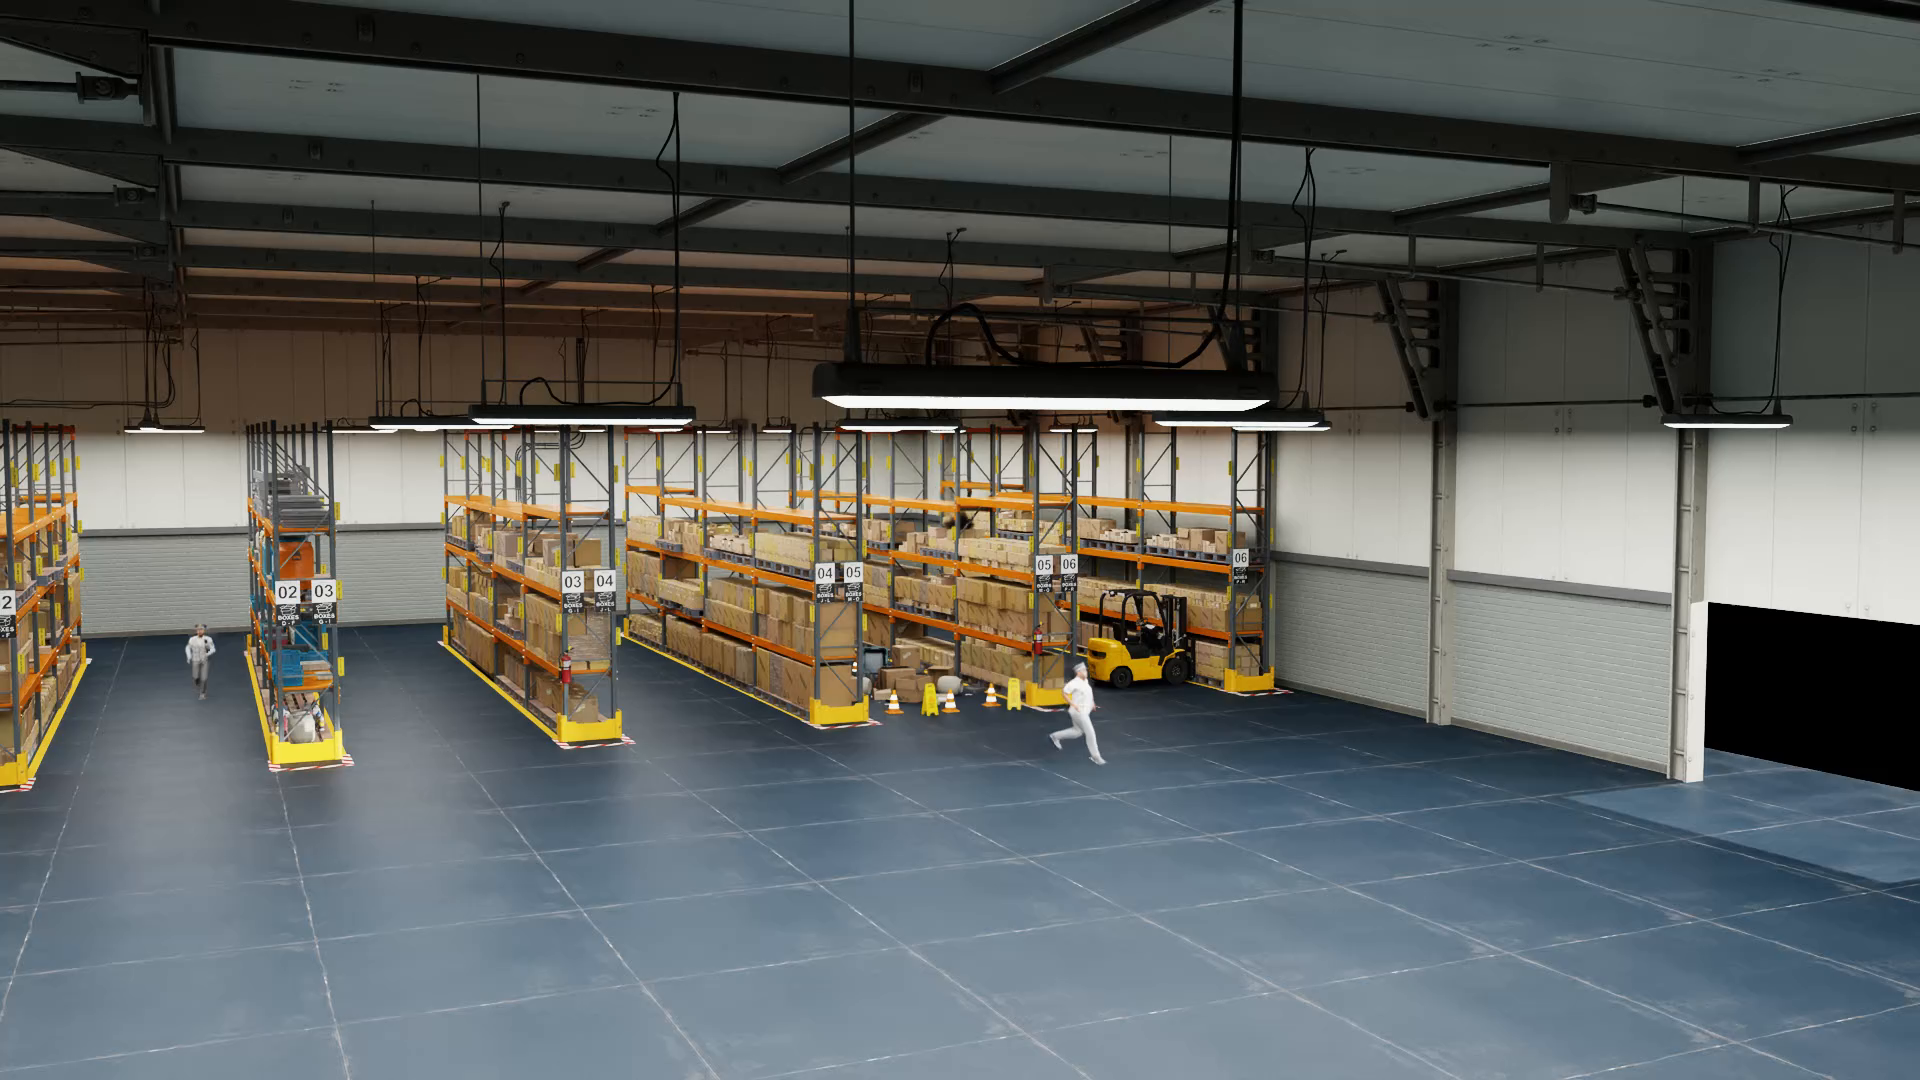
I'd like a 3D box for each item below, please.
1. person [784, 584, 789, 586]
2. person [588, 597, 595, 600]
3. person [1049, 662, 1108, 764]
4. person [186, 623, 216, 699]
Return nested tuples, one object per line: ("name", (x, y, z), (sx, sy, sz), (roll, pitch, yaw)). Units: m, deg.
("person", (-5.140, 1.666, 51.218), (0.669, 1.708, 0.778), (0, 4, 2))
("person", (-9.913, 2.045, 45.421), (0.668, 1.792, 0.748), (-2, 4, -25))
("person", (2.094, 3.033, 29.282), (1.105, 1.792, 0.633), (1, 4, 19))
("person", (-16.516, 2.643, 36.156), (0.610, 1.665, 0.539), (-1, 4, -20))
